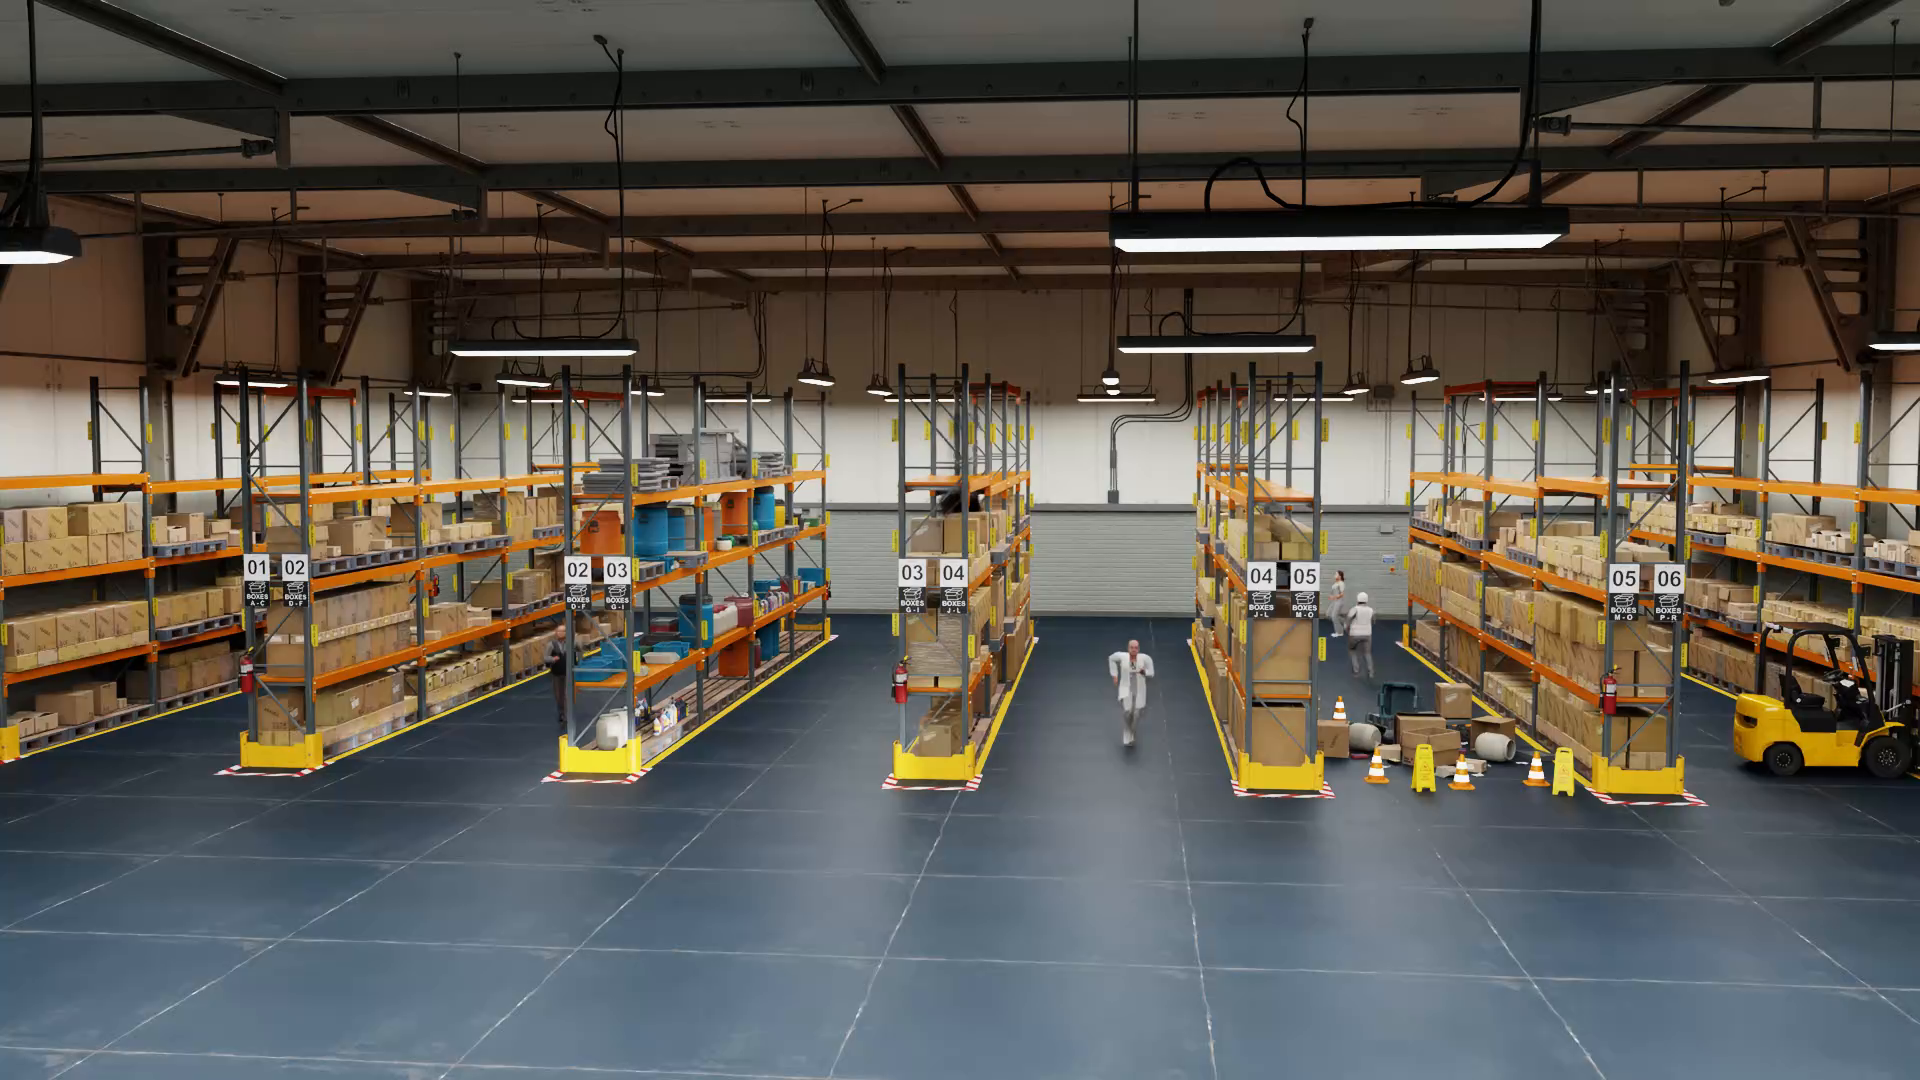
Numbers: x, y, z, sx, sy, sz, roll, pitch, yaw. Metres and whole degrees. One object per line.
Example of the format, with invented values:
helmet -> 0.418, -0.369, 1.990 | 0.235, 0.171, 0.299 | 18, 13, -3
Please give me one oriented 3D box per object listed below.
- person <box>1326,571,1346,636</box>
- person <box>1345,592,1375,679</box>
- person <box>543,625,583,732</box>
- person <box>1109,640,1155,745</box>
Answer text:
person -> 9.321, 1.564, 41.032 | 0.565, 1.628, 0.564 | 0, 4, -7
person -> 8.100, 1.964, 33.644 | 0.659, 1.809, 0.878 | 0, 4, -1
person -> -6.731, 2.312, 28.210 | 0.635, 1.751, 0.907 | 0, 4, -6
person -> 2.736, 2.425, 26.516 | 0.690, 1.706, 0.956 | 0, 4, -2
